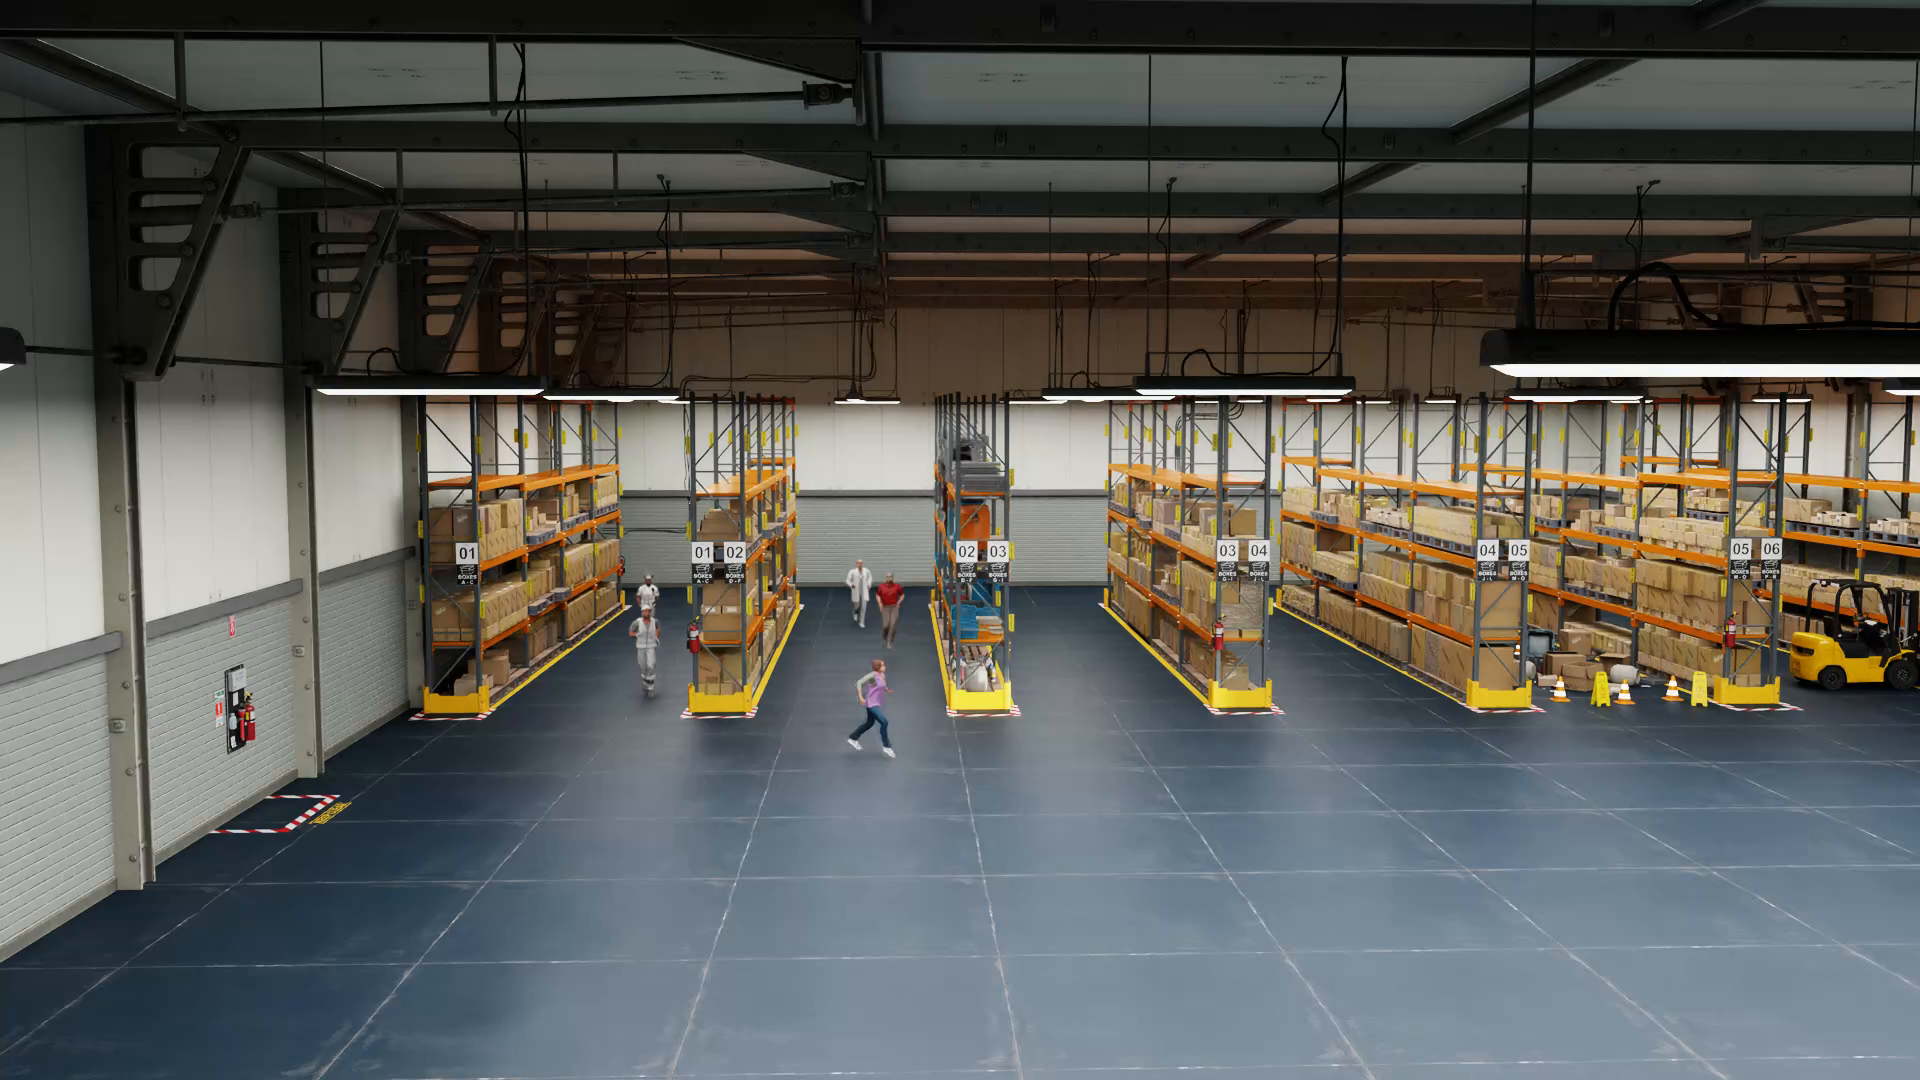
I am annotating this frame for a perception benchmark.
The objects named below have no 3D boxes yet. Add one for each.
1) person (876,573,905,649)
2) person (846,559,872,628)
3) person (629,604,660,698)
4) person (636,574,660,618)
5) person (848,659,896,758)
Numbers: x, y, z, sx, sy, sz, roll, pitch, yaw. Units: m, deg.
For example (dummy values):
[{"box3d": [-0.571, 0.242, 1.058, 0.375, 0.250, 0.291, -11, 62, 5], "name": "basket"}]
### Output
[{"box3d": [-1.568, 1.593, 37.508, 0.653, 1.700, 0.593, 0, 5, -2], "name": "person"}, {"box3d": [-2.611, 1.377, 43.399, 0.712, 1.764, 0.918, -1, 5, -13], "name": "person"}, {"box3d": [-6.257, 2.196, 33.022, 0.616, 1.851, 0.791, -1, 5, -12], "name": "person"}, {"box3d": [-7.602, 1.653, 40.552, 0.570, 1.661, 0.553, -1, 5, -14], "name": "person"}, {"box3d": [-1.448, 2.745, 27.283, 0.863, 1.622, 0.557, 2, 5, 22], "name": "person"}]
